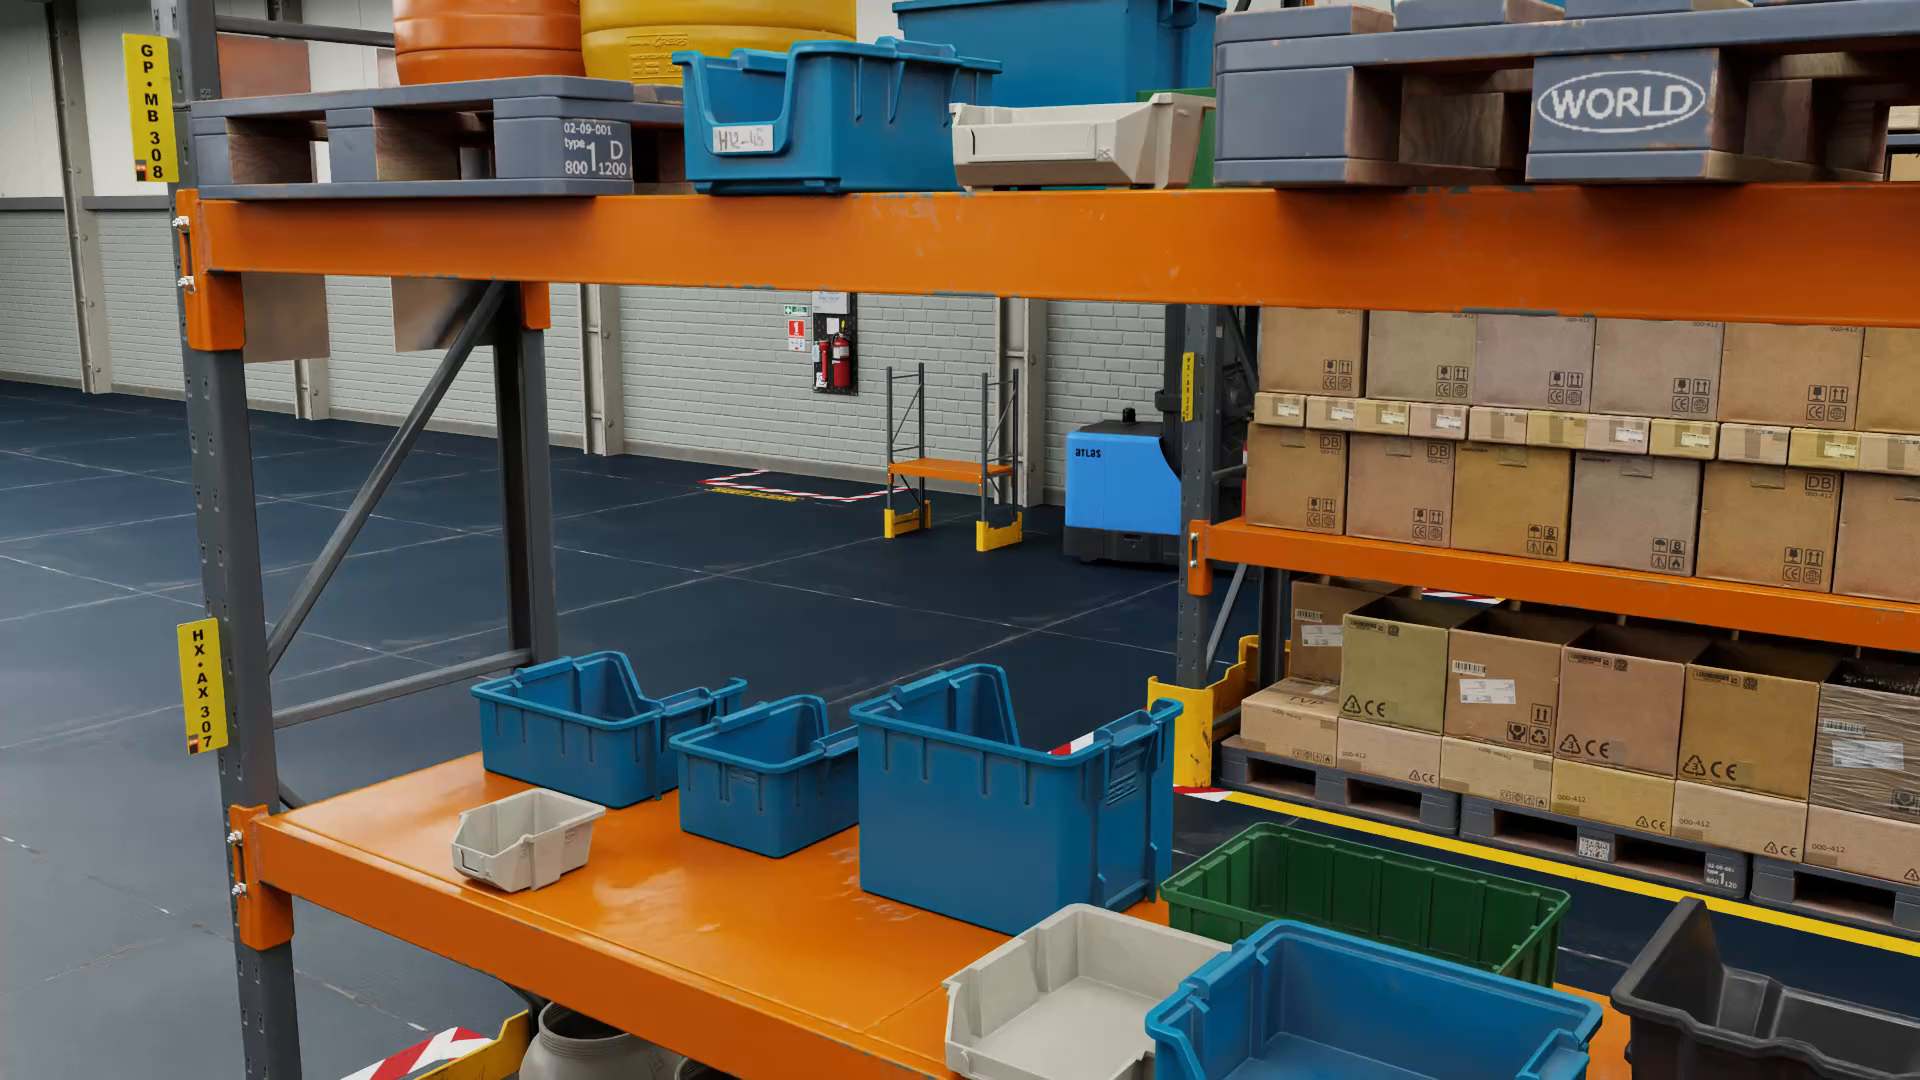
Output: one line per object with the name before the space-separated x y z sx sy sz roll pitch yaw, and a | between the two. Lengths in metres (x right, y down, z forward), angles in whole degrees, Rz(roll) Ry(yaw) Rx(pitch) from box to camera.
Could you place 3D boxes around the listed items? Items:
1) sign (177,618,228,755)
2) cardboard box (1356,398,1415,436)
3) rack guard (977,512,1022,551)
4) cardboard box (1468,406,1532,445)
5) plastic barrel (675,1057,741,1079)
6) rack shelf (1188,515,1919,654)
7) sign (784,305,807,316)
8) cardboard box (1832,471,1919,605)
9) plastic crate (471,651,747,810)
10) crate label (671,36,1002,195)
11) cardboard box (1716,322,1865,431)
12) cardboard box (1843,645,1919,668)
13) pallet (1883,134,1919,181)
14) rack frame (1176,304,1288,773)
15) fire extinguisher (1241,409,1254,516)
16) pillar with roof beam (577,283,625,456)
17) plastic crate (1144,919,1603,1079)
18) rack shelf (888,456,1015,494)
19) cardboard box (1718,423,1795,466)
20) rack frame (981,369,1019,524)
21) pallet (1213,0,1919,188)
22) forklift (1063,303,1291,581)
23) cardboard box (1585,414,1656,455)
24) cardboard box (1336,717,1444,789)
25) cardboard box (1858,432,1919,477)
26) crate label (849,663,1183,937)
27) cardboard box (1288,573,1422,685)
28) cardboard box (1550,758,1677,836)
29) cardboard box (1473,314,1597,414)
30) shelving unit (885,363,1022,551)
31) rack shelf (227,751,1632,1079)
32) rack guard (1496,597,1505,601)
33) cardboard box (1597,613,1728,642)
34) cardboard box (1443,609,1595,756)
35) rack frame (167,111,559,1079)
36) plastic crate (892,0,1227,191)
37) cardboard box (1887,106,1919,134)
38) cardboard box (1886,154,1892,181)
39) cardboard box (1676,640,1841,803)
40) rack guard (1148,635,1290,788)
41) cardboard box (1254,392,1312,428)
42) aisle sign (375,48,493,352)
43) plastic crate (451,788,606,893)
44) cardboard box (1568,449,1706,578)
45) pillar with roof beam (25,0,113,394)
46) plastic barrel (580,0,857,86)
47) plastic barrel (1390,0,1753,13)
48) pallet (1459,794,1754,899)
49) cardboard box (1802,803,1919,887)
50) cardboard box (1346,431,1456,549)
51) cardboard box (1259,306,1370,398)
sign | -1.848 0.357 4.058 0.005 0.325 0.100 8 13 36
cardboard box | 2.020 -0.582 7.668 0.250 0.149 0.380 8 14 36
rack guard | 0.340 -0.075 14.261 0.087 0.250 0.587 8 13 36
cardboard box | 2.438 -0.523 7.367 0.250 0.149 0.380 7 13 34
plastic barrel | -0.539 1.543 4.100 0.421 0.512 0.421 0 11 0
rack shelf | 3.029 0.229 7.341 4.000 0.370 1.077 8 13 36
sign | -1.770 -2.473 17.927 0.331 0.109 0.001 8 13 36
cardboard box | 3.850 -0.055 6.655 0.500 0.500 0.700 8 13 35
plastic crate | -0.938 0.493 4.477 0.616 0.251 0.499 8 13 36
crate label | -0.205 -0.729 2.897 0.408 0.251 0.502 8 13 36
cardboard box | 3.468 -0.747 6.815 0.500 0.500 0.700 8 13 36
cardboard box | 4.044 0.722 7.062 0.500 0.500 0.500 8 13 36
pallet | 3.938 -1.420 6.309 1.213 0.211 1.003 8 13 36
rack frame | 1.416 -0.349 8.435 0.127 3.000 1.000 8 13 36
fire extinguisher | 1.596 -0.395 8.878 0.183 0.674 0.296 8 13 36
pillar with roof beam | -6.798 -4.797 15.632 0.400 9.000 9.100 8 13 36
plastic crate | 0.653 0.849 2.635 0.616 0.251 0.499 8 13 36
rack shelf | -0.069 -0.569 14.471 1.000 0.185 0.538 8 13 36
cardboard box | 3.272 -0.407 6.767 0.250 0.149 0.380 8 14 37
rack frame | 0.341 -0.689 14.141 0.032 1.500 0.500 8 13 36
pallet | 1.066 -0.587 2.268 1.003 0.211 1.213 8 13 36
forklift | 2.406 -1.222 13.129 3.031 2.935 1.130 5 12 23
cardboard box | 2.844 -0.466 7.071 0.250 0.149 0.380 8 14 36
cardboard box | 2.122 0.945 7.881 0.500 0.250 0.500 8 13 36
cardboard box | 3.672 -0.351 6.475 0.250 0.149 0.380 8 13 35
crate label | 0.125 0.557 3.658 0.616 0.435 0.502 8 13 36
cardboard box | 2.025 0.442 8.509 0.500 0.500 0.500 8 13 36
cardboard box | 2.925 1.058 7.295 0.500 0.250 0.500 8 13 36
cardboard box | 2.662 -0.859 7.396 0.500 0.500 0.700 8 14 36
shelving unit | -0.061 -0.745 14.432 1.083 1.500 0.587 8 13 36
rack shelf | 0.094 0.987 3.423 4.000 0.370 1.077 8 13 36
rack guard | 4.407 0.128 12.550 0.348 0.500 1.175 8 13 36
cardboard box | 3.242 0.608 7.648 0.500 0.500 0.500 8 13 36
cardboard box | 2.532 0.631 7.528 0.500 0.500 0.500 8 13 36
rack frame | -1.518 0.409 4.517 0.127 3.000 1.000 8 13 36
plastic crate | 0.197 -0.887 3.364 0.575 0.384 0.392 8 13 36
cardboard box | 3.507 -1.617 6.281 0.250 0.149 0.380 8 13 36
cardboard box | 5.744 -2.383 10.735 0.500 0.500 0.500 9 14 39
cardboard box | 3.336 0.744 6.944 0.500 0.500 0.500 8 13 36
rack guard | 1.397 0.876 8.686 0.348 0.500 1.175 8 13 36
cardboard box | 1.605 -0.639 7.965 0.250 0.149 0.380 8 13 35
aisle sign | -1.401 -0.921 4.547 0.004 0.787 0.394 8 13 36
plastic crate | -0.988 0.689 3.768 0.250 0.136 0.298 8 13 36
cardboard box | 3.035 -0.170 7.246 0.500 0.500 0.700 8 14 37
pillar with roof beam | -16.470 -6.146 22.605 0.548 9.000 9.100 8 13 36
plastic barrel | -0.524 -1.253 3.613 0.600 0.588 0.600 0 11 0
plastic barrel | 0.967 -1.194 2.483 0.708 0.901 0.600 8 13 36
pallet | 3.037 1.237 7.579 1.213 0.211 1.003 8 13 36
cardboard box | 3.740 1.168 6.726 0.500 0.250 0.500 8 13 36
cardboard box | 2.211 -0.285 7.842 0.500 0.500 0.700 8 14 37
cardboard box | 1.828 -0.974 7.990 0.500 0.500 0.700 8 14 36
